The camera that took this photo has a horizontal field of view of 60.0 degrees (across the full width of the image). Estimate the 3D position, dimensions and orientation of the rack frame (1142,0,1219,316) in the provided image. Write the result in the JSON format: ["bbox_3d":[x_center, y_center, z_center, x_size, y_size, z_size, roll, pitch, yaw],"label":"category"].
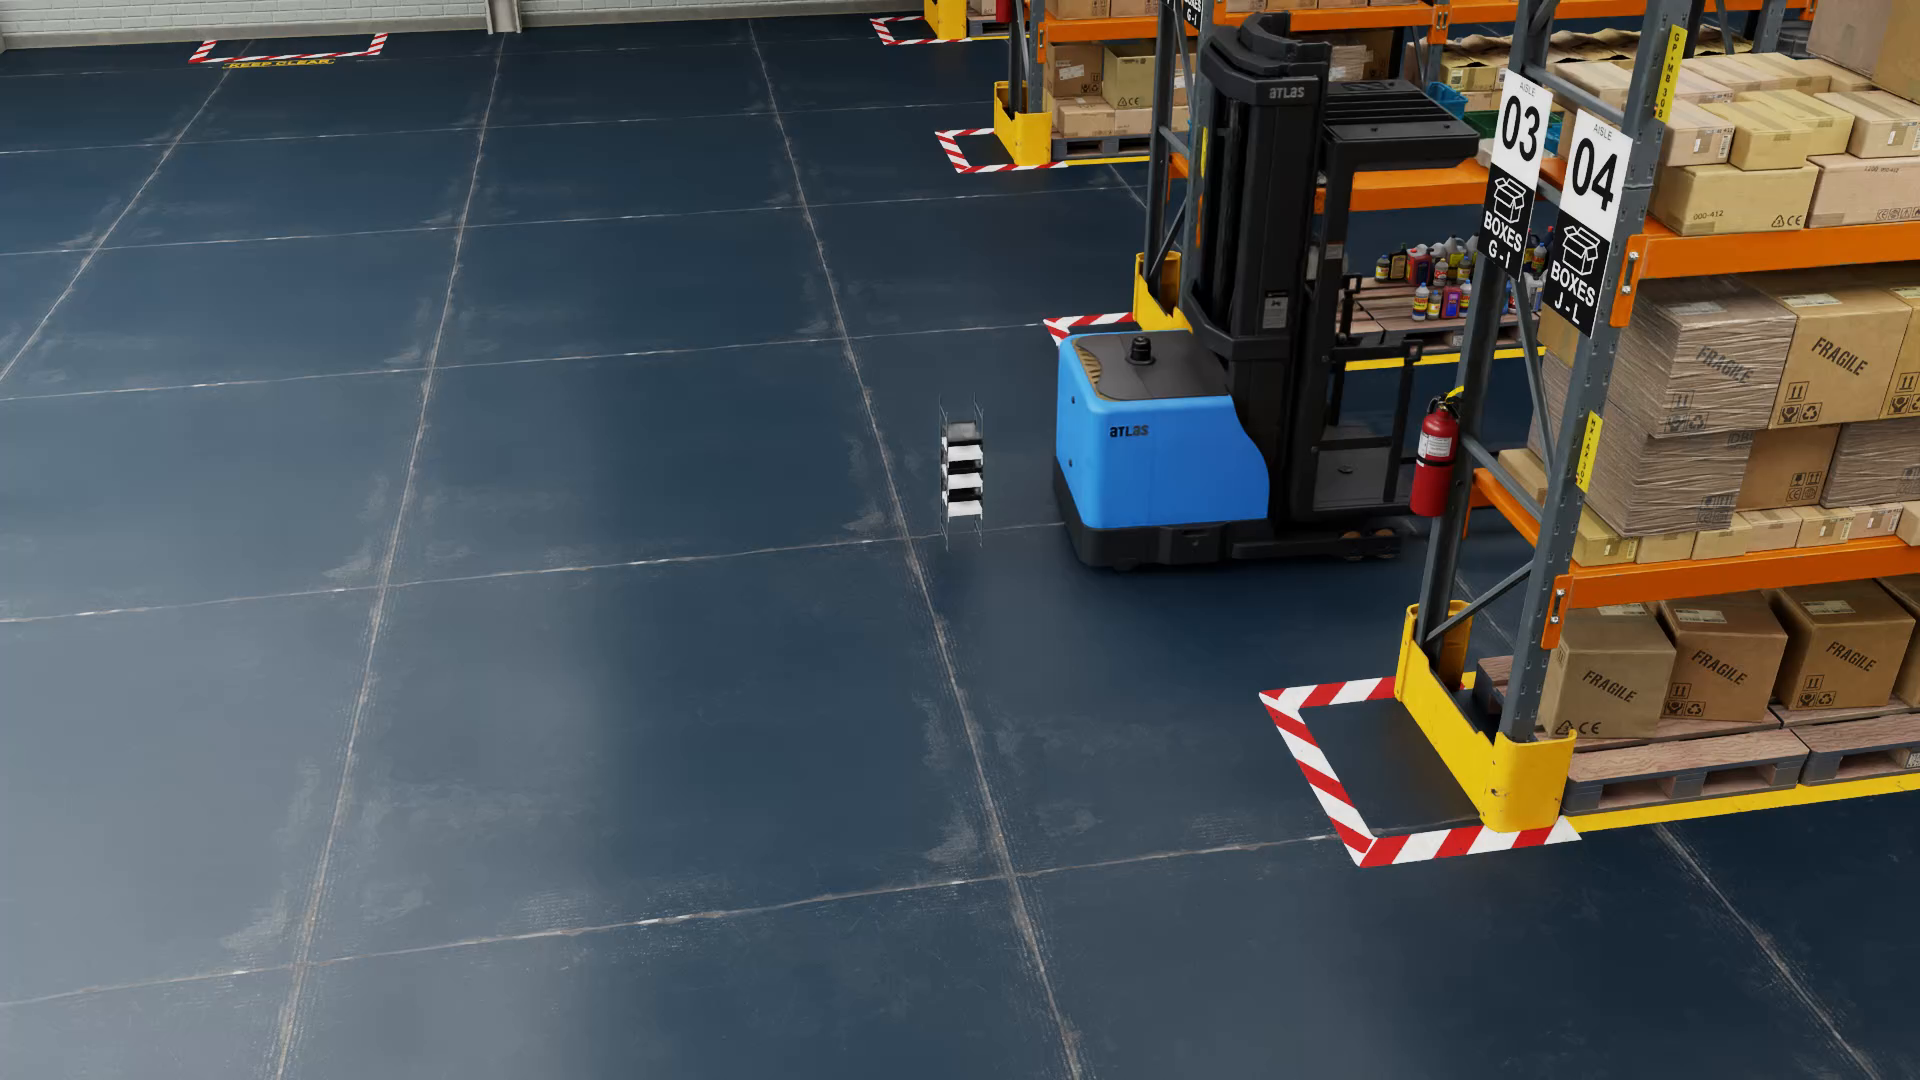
[{"bbox_3d":[1.523,-2.720,11.531,0.127,3.000,1.000,-5,31,-9],"label":"rack frame"}]

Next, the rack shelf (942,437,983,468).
[{"bbox_3d":[0.008,-0.515,9.563,0.200,0.077,0.258,-5,31,-9],"label":"rack shelf"}]

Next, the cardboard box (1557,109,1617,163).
[{"bbox_3d":[2.843,-1.650,6.899,0.500,0.250,0.500,-5,31,-8],"label":"cardboard box"}]

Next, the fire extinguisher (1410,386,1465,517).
[{"bbox_3d":[2.219,-0.437,7.724,0.183,0.674,0.296,-5,31,-9],"label":"fire extinguisher"}]

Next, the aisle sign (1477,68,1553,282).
[{"bbox_3d":[2.300,-1.515,6.917,0.004,0.787,0.394,-5,31,-9],"label":"aisle sign"}]

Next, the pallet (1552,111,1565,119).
[{"bbox_3d":[6.489,-4.553,17.399,1.213,0.211,1.003,-5,31,-9],"label":"pallet"}]

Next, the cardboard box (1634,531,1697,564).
[{"bbox_3d":[2.987,-0.063,7.260,0.250,0.149,0.380,-5,31,-9],"label":"cardboard box"}]

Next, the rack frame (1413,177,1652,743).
[{"bbox_3d":[2.415,-0.251,7.331,0.127,3.000,1.000,-5,31,-9],"label":"rack frame"}]

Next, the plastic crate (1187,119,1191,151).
[{"bbox_3d":[1.961,-2.851,11.900,0.616,0.251,0.499,-5,31,-9],"label":"plastic crate"}]

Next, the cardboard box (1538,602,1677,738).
[{"bbox_3d":[3.032,0.597,7.941,0.500,0.500,0.500,0,30,0],"label":"cardboard box"}]

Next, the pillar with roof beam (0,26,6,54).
[{"bbox_3d":[-10.757,-7.499,13.740,0.400,9.000,9.100,-5,31,-9],"label":"pillar with roof beam"}]

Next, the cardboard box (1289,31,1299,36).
[{"bbox_3d":[3.073,-4.897,16.791,0.500,0.500,0.500,-5,31,-9],"label":"cardboard box"}]

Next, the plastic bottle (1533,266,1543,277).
[{"bbox_3d":[4.326,-1.903,12.388,0.133,0.283,0.061,-5,31,-9],"label":"plastic bottle"}]

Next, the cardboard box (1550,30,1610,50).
[{"bbox_3d":[6.412,-5.112,17.344,0.500,0.311,0.500,-6,31,-10],"label":"cardboard box"}]

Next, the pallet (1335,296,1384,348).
[{"bbox_3d":[2.389,-1.620,12.411,1.213,0.211,1.003,-5,31,-9],"label":"pallet"}]

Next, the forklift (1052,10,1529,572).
[{"bbox_3d":[2.129,-1.406,9.364,3.031,2.935,1.130,-4,31,-6],"label":"forklift"}]

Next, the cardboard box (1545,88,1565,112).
[{"bbox_3d":[6.022,-4.559,16.957,0.500,0.250,0.500,-6,31,-10],"label":"cardboard box"}]

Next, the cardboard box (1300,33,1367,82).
[{"bbox_3d":[3.658,-4.683,16.428,0.500,0.500,0.500,-5,31,-9],"label":"cardboard box"}]

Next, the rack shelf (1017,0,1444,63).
[{"bbox_3d":[2.602,-5.063,16.225,4.000,0.370,1.077,-5,31,-9],"label":"rack shelf"}]

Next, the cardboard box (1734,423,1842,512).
[{"bbox_3d":[3.431,-0.564,7.472,0.500,0.500,0.875,-5,31,-9],"label":"cardboard box"}]

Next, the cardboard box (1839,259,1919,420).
[{"bbox_3d":[3.990,-0.856,6.982,0.500,0.500,0.500,-5,31,-9],"label":"cardboard box"}]

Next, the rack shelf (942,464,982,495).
[{"bbox_3d":[0.008,-0.360,9.654,0.200,0.077,0.258,-5,31,-9],"label":"rack shelf"}]

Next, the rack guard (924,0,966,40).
[{"bbox_3d":[-0.187,-6.589,20.577,0.348,0.500,1.175,-5,31,-9],"label":"rack guard"}]

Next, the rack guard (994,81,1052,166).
[{"bbox_3d":[0.611,-4.110,16.362,0.348,0.500,1.175,-5,31,-9],"label":"rack guard"}]

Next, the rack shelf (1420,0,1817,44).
[{"bbox_3d":[6.536,-5.428,16.846,4.000,0.370,1.077,-5,31,-9],"label":"rack shelf"}]

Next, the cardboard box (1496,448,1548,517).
[{"bbox_3d":[2.658,-0.271,7.614,0.250,0.149,0.380,-5,31,-9],"label":"cardboard box"}]

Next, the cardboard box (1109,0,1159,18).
[{"bbox_3d":[1.611,-5.320,15.854,0.500,0.500,0.700,-5,31,-8],"label":"cardboard box"}]

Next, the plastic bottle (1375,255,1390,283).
[{"bbox_3d":[3.250,-2.090,12.786,0.097,0.201,0.097,0,30,0],"label":"plastic bottle"}]

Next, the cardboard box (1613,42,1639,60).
[{"bbox_3d":[7.025,-4.892,16.970,0.500,0.311,0.500,-5,31,-9],"label":"cardboard box"}]

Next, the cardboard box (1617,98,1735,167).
[{"bbox_3d":[2.727,-1.561,6.355,0.250,0.149,0.380,-6,31,-9],"label":"cardboard box"}]

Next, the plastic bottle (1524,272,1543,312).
[{"bbox_3d":[4.209,-1.838,12.285,0.135,0.276,0.152,-5,31,-8],"label":"plastic bottle"}]

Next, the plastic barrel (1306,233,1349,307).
[{"bbox_3d":[2.649,-1.973,12.300,0.421,0.512,0.421,0,30,0],"label":"plastic barrel"}]

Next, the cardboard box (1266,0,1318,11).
[{"bbox_3d":[3.122,-5.460,16.091,0.500,0.500,0.700,-5,31,-8],"label":"cardboard box"}]

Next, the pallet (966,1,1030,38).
[{"bbox_3d":[0.619,-6.521,20.746,1.213,0.211,1.003,-5,31,-9],"label":"pallet"}]

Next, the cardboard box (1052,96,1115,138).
[{"bbox_3d":[1.202,-4.124,16.217,0.500,0.250,0.500,-5,31,-9],"label":"cardboard box"}]

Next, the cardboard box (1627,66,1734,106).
[{"bbox_3d":[2.909,-1.797,6.757,0.250,0.149,0.380,-6,31,-11],"label":"cardboard box"}]

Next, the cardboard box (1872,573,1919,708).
[{"bbox_3d":[4.790,0.449,8.193,0.500,0.500,0.500,-8,31,-13],"label":"cardboard box"}]

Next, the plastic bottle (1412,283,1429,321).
[{"bbox_3d":[3.362,-1.744,12.128,0.097,0.271,0.097,0,30,0],"label":"plastic bottle"}]

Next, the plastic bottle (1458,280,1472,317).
[{"bbox_3d":[3.699,-1.775,12.182,0.097,0.271,0.097,0,30,0],"label":"plastic bottle"}]

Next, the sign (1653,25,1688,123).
[{"bbox_3d":[2.513,-1.650,5.890,0.005,0.325,0.100,-5,31,-9],"label":"sign"}]

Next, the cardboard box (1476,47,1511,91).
[{"bbox_3d":[5.514,-4.749,16.727,0.500,0.311,0.500,-6,31,-10],"label":"cardboard box"}]

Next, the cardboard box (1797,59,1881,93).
[{"bbox_3d":[3.667,-1.872,6.884,0.250,0.149,0.380,-5,31,-8],"label":"cardboard box"}]

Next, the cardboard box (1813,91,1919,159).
[{"bbox_3d":[3.507,-1.610,6.439,0.250,0.149,0.380,-4,31,-7],"label":"cardboard box"}]

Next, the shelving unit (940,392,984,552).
[{"bbox_3d":[0.008,-0.389,9.638,0.210,0.900,0.258,-5,31,-9],"label":"shelving unit"}]

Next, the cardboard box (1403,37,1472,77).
[{"bbox_3d":[4.916,-4.973,17.107,0.500,0.311,0.500,-5,31,-9],"label":"cardboard box"}]

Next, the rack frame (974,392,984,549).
[{"bbox_3d":[0.108,-0.398,9.653,0.006,0.900,0.240,-5,31,-9],"label":"rack frame"}]

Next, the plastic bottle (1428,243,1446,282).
[{"bbox_3d":[3.640,-2.144,12.804,0.135,0.276,0.152,-6,31,-10],"label":"plastic bottle"}]

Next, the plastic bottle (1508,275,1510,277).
[{"bbox_3d":[4.265,-2.183,12.875,0.097,0.271,0.097,0,30,0],"label":"plastic bottle"}]

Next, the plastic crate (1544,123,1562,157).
[{"bbox_3d":[4.418,-2.785,11.788,0.616,0.251,0.499,-5,31,-9],"label":"plastic crate"}]

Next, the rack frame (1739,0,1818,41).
[{"bbox_3d":[8.503,-5.920,16.974,0.127,3.000,1.000,-5,31,-9],"label":"rack frame"}]

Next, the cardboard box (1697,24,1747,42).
[{"bbox_3d":[7.935,-5.257,17.590,0.500,0.311,0.500,-4,31,-7],"label":"cardboard box"}]

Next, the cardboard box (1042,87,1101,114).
[{"bbox_3d":[1.108,-4.382,16.656,0.500,0.250,0.500,-5,31,-9],"label":"cardboard box"}]

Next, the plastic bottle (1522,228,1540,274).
[{"bbox_3d":[4.403,-2.249,12.909,0.185,0.351,0.144,-7,31,-11],"label":"plastic bottle"}]

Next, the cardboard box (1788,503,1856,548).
[{"bbox_3d":[3.725,-0.131,7.375,0.250,0.149,0.380,-5,31,-9],"label":"cardboard box"}]

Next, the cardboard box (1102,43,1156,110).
[{"bbox_3d":[1.693,-4.494,16.106,0.500,0.500,0.500,-5,31,-9],"label":"cardboard box"}]
